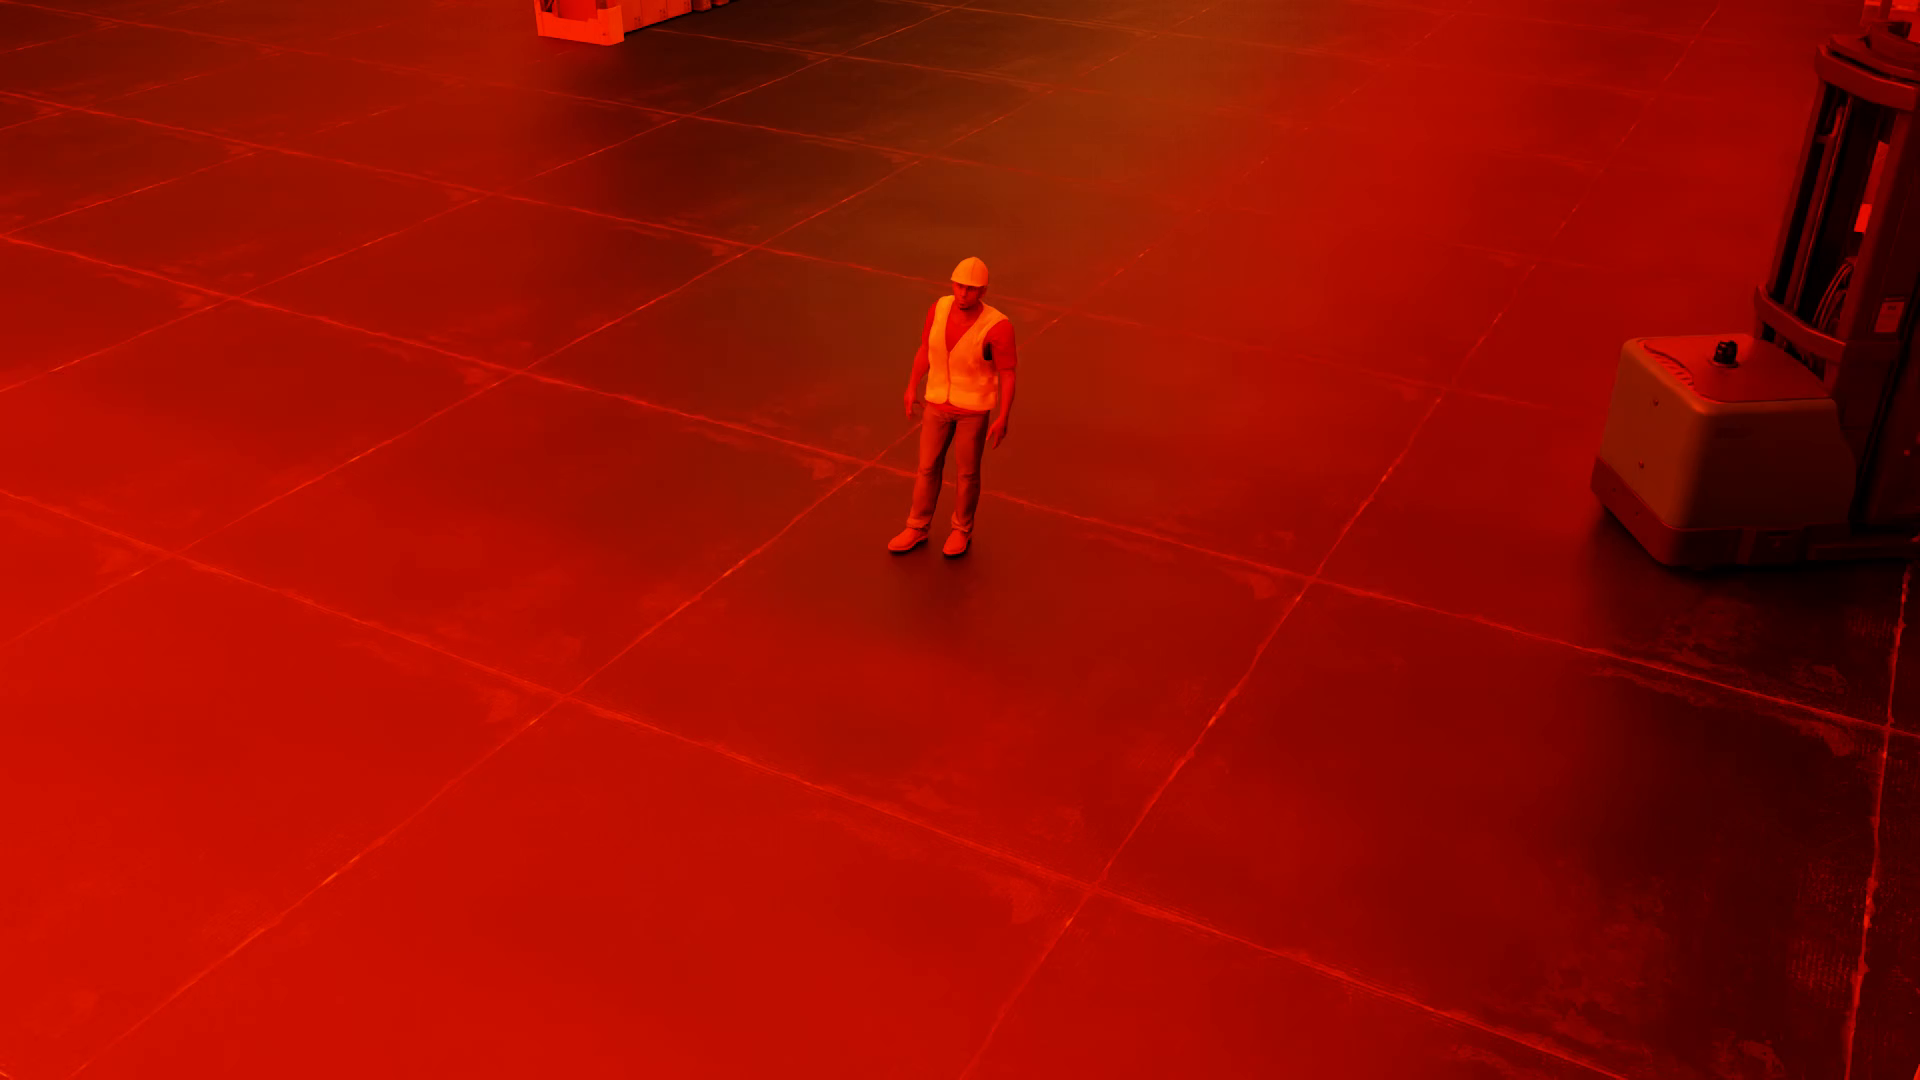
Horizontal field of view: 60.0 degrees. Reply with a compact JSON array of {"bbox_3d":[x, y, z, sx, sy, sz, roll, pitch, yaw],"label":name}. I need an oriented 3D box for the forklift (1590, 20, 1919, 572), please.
[{"bbox_3d":[5.498,-1.389,9.478,3.031,2.935,1.130,-3,30,-5],"label":"forklift"}]

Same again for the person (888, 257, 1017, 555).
[{"bbox_3d":[-0.039,-0.743,9.508,0.665,1.765,0.577,15,33,25],"label":"person"}]
